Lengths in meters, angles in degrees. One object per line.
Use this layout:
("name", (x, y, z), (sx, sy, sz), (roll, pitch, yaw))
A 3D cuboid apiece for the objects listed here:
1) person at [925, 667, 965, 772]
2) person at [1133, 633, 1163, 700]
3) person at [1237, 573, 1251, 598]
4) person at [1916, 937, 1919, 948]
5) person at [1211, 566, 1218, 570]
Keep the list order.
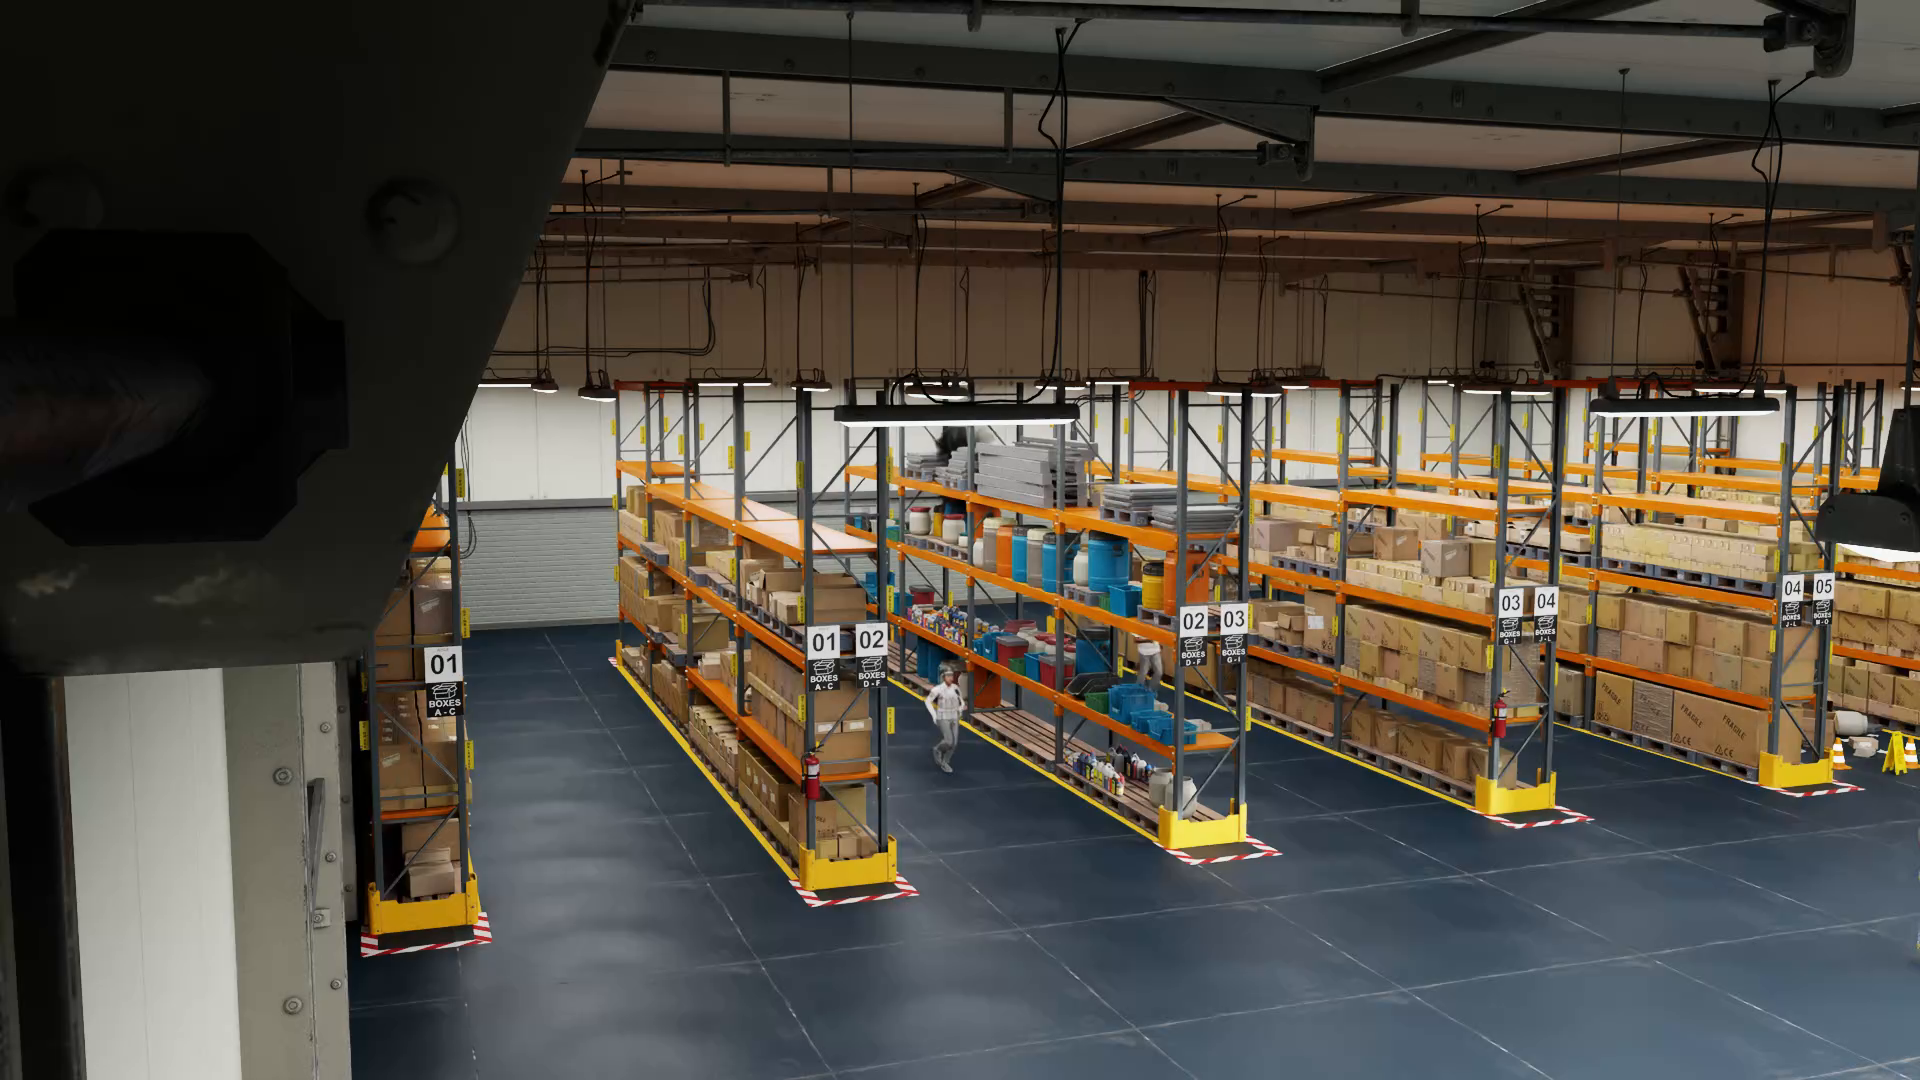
("person", (-0.174, 2.785, 25.794), (0.608, 1.656, 0.540), (-3, 7, -29))
("person", (3.397, 2.060, 29.634), (0.677, 1.857, 0.679), (-3, 7, -27))
("person", (6.304, 1.554, 37.619), (0.600, 1.631, 0.542), (-2, 6, -14))
("person", (10.560, 3.597, 17.487), (0.820, 1.821, 0.677), (0, 6, 1))
("person", (5.882, 1.412, 38.853), (0.624, 1.620, 0.861), (-1, 6, -12))
